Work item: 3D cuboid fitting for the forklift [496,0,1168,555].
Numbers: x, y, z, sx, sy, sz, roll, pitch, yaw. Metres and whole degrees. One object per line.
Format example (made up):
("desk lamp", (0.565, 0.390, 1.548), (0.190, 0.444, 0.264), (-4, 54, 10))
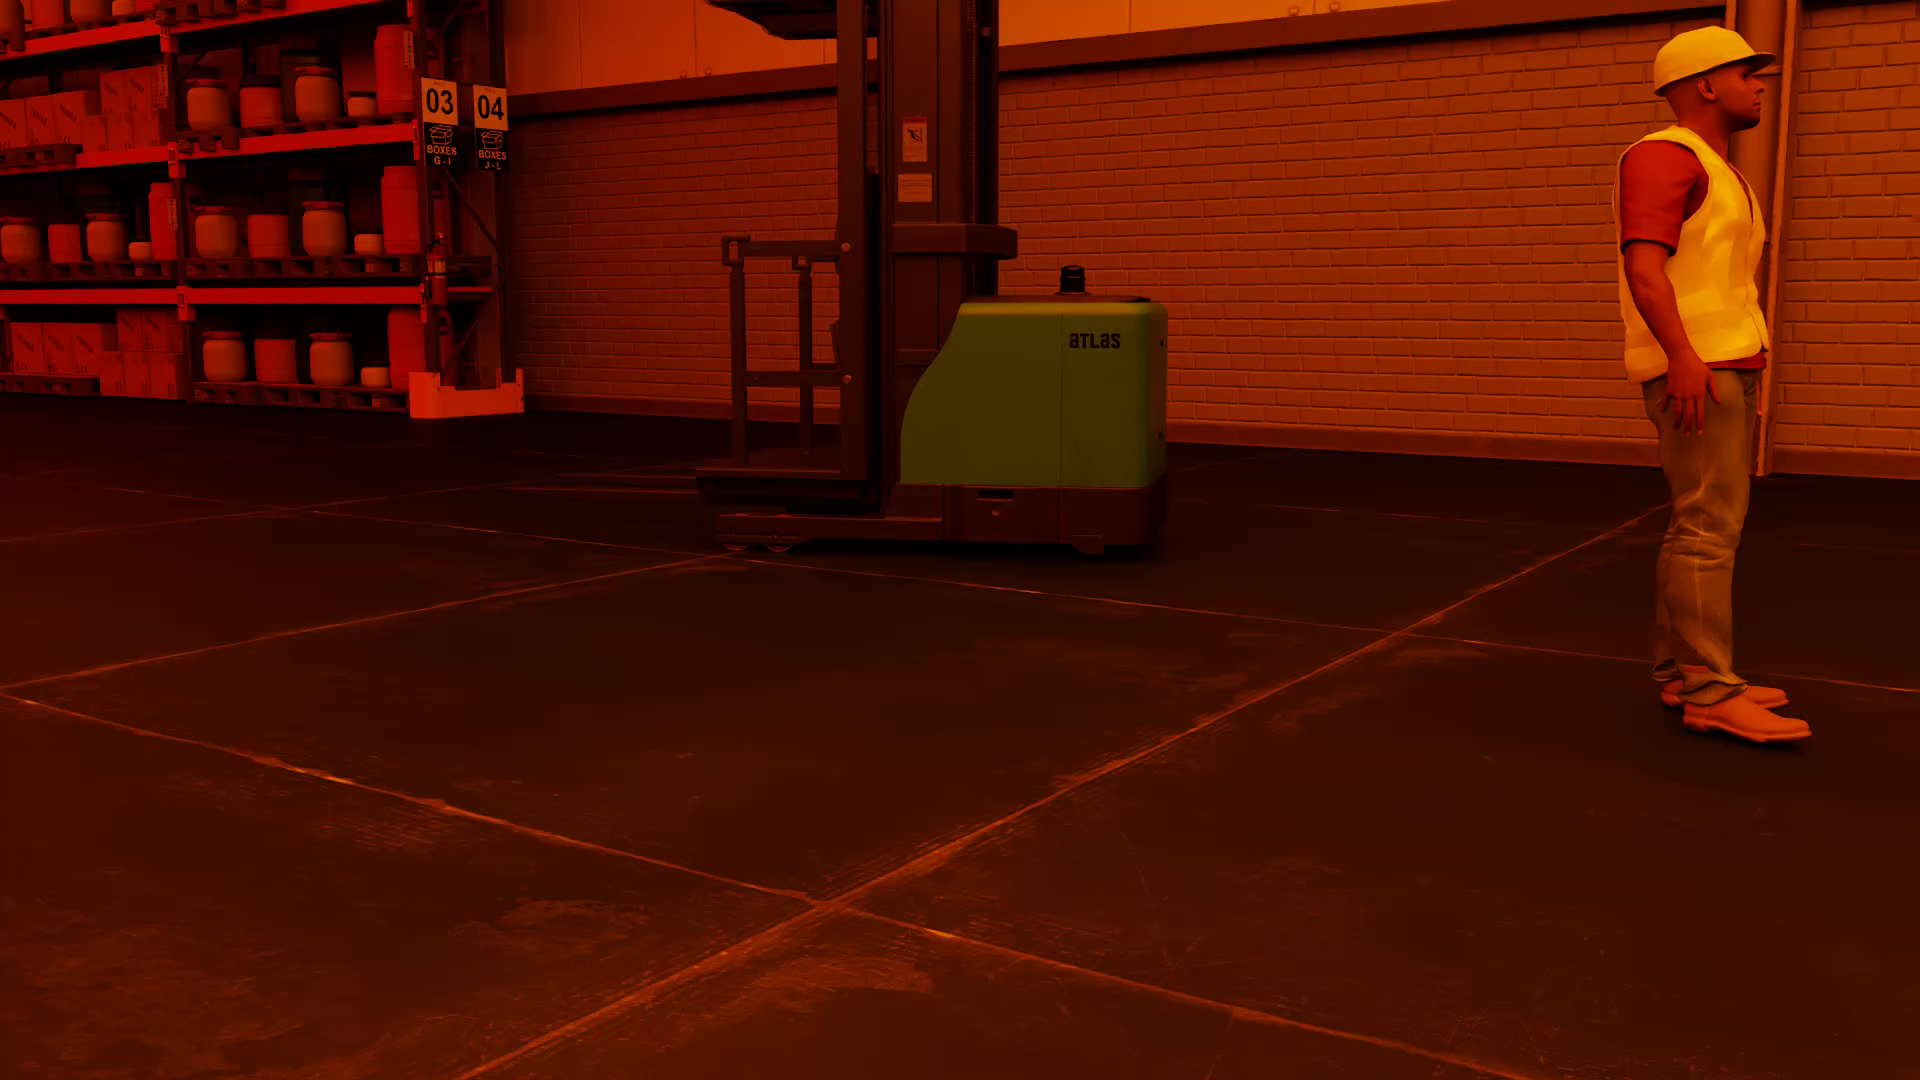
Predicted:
("forklift", (-0.596, -1.469, 7.520), (3.031, 2.935, 1.130), (2, 8, 12))

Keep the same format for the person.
("person", (1.981, -0.425, 4.269), (0.578, 1.765, 0.666), (6, 10, 37))
